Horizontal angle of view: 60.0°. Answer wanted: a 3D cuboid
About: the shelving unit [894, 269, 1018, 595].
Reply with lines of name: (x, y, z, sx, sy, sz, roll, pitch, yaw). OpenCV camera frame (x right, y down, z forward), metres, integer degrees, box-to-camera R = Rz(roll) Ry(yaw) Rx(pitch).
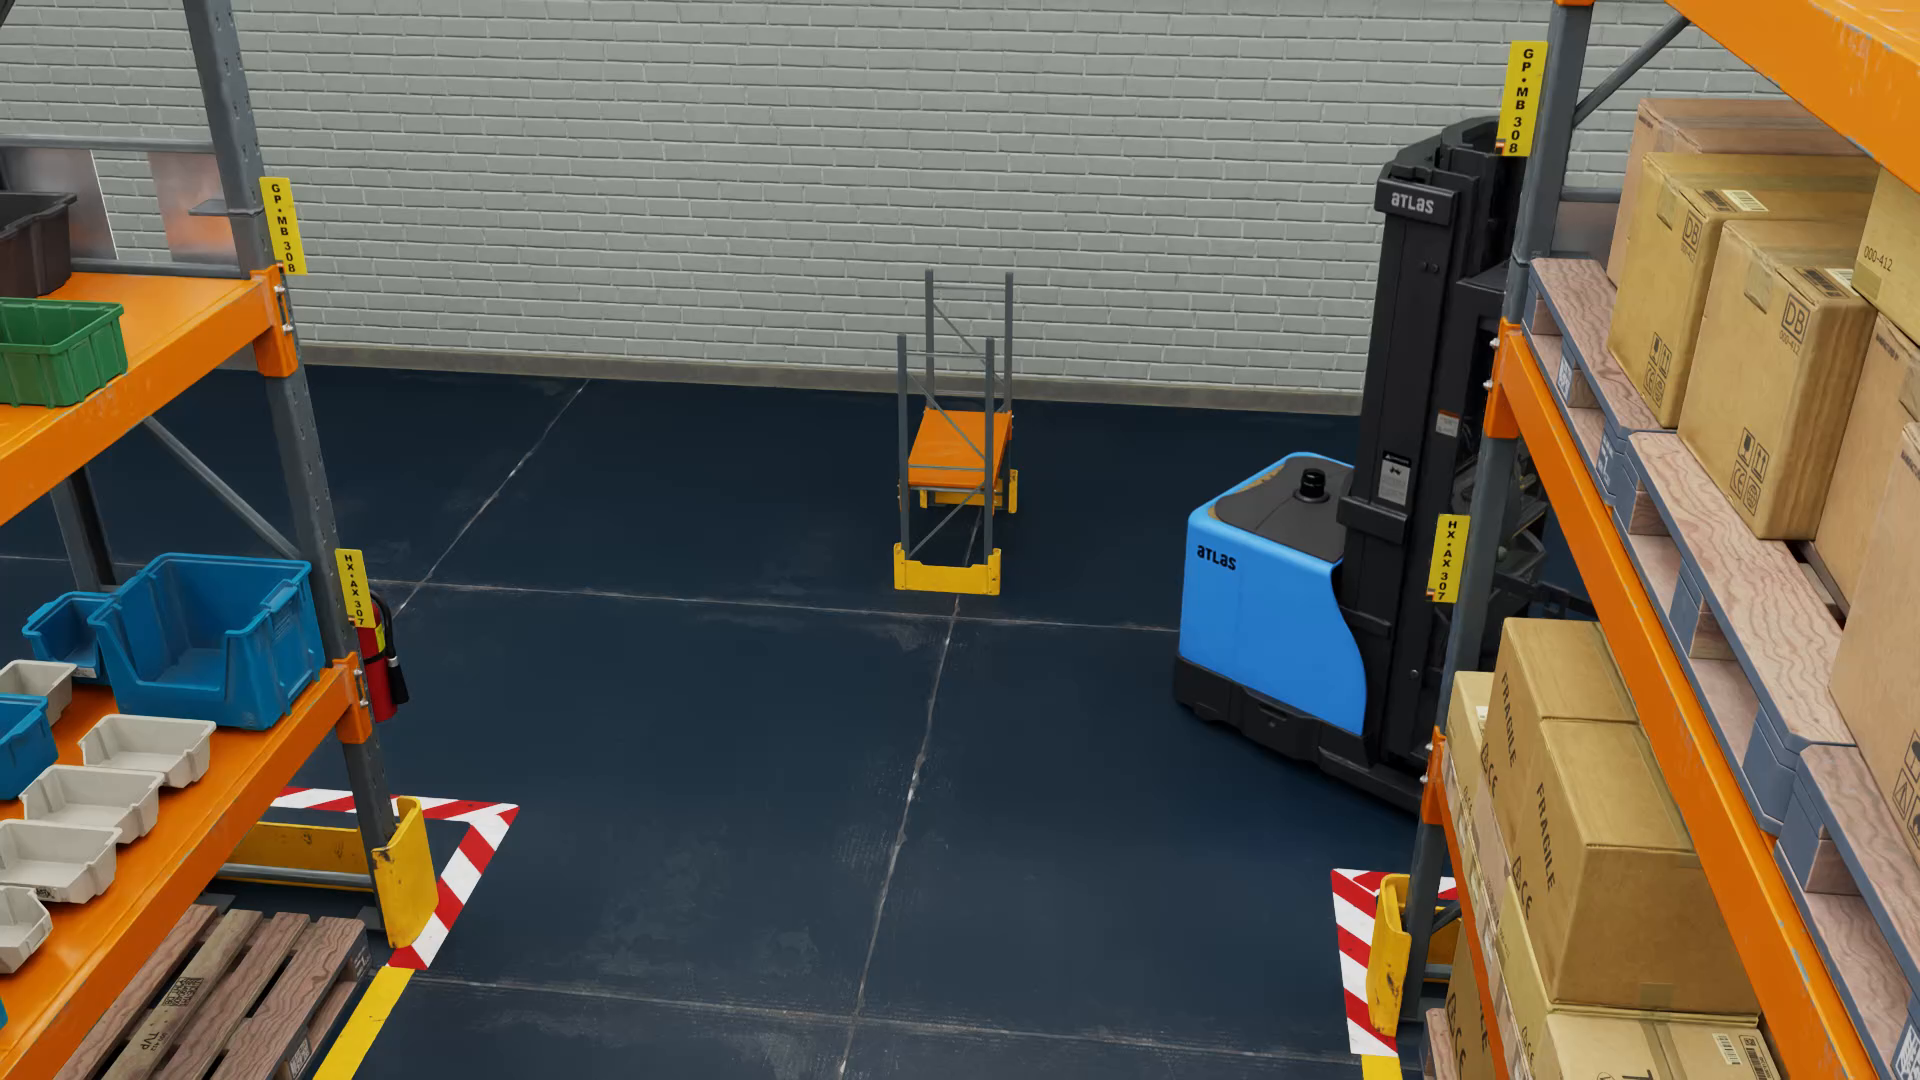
shelving unit: (-0.009, -0.624, 9.328, 0.587, 1.500, 1.083, 3, 28, 6)

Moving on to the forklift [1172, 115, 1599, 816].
forklift: (2.477, -0.171, 6.977, 3.031, 2.935, 1.130, 23, 36, 36)

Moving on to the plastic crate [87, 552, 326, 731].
plastic crate: (-2.615, 0.352, 5.833, 0.616, 0.435, 0.499, 3, 28, 6)

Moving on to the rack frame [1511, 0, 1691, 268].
rack frame: (2.156, -2.127, 4.211, 1.000, 3.000, 0.127, 3, 28, 6)

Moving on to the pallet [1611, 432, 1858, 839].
pallet: (1.928, 0.158, 3.225, 1.003, 0.211, 1.213, 3, 28, 6)

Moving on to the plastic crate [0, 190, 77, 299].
plastic crate: (-3.084, -0.872, 5.181, 0.497, 0.269, 0.590, 3, 28, 6)

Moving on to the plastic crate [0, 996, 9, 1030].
plastic crate: (-2.757, 1.255, 4.372, 0.416, 0.233, 0.300, 3, 28, 6)

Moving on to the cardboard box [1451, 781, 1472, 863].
cardboard box: (1.755, 0.893, 5.195, 0.380, 0.149, 0.250, 3, 28, 5)

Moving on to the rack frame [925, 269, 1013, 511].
rack frame: (0.052, -0.859, 9.764, 0.500, 1.500, 0.032, 3, 28, 6)

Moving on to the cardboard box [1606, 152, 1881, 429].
cardboard box: (1.957, -0.574, 3.837, 0.700, 0.500, 0.500, 2, 28, 4)

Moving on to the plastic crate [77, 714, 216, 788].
plastic crate: (-2.680, 0.710, 5.485, 0.396, 0.136, 0.243, 3, 28, 6)

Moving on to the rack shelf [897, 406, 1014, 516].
rack shelf: (-0.010, -0.462, 9.405, 0.538, 0.185, 1.000, 3, 28, 6)

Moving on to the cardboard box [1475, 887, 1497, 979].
cardboard box: (1.693, 1.136, 4.743, 0.380, 0.149, 0.250, 3, 28, 5)

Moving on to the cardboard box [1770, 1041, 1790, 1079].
cardboard box: (2.175, 1.416, 3.804, 0.500, 0.250, 0.500, 3, 29, 6)

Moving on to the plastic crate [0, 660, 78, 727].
plastic crate: (-3.238, 0.559, 5.765, 0.250, 0.136, 0.298, 3, 28, 6)

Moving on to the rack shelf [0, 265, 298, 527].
rack shelf: (-3.005, 0.163, 3.880, 1.077, 0.370, 4.000, 3, 28, 6)

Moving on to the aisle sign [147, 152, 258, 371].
aisle sign: (-2.460, -0.936, 5.583, 0.394, 0.787, 0.004, 3, 28, 6)

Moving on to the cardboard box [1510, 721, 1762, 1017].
cardboard box: (1.710, 0.808, 4.141, 0.500, 0.500, 0.500, 3, 28, 5)

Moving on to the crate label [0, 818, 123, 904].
crate label: (-2.740, 0.978, 4.987, 0.396, 0.136, 0.243, 3, 28, 6)

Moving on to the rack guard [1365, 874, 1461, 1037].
rack guard: (2.159, 1.603, 6.248, 1.175, 0.500, 0.348, 3, 28, 6)

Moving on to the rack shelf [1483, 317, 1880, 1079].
rack shelf: (1.911, 0.451, 3.346, 1.077, 0.370, 4.000, 3, 28, 6)

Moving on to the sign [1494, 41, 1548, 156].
sign: (1.606, -1.262, 4.762, 0.100, 0.325, 0.005, 3, 28, 6)

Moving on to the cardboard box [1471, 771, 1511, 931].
cardboard box: (1.772, 0.904, 4.754, 0.500, 0.250, 0.500, 3, 28, 6)

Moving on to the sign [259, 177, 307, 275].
sign: (-2.212, -1.024, 5.436, 0.100, 0.325, 0.005, 3, 28, 6)

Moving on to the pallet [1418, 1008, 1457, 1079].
pallet: (2.136, 2.122, 5.588, 1.003, 0.211, 1.213, 3, 28, 6)

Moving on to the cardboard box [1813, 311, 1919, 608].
cardboard box: (1.977, -0.060, 2.882, 0.700, 0.500, 0.500, 5, 29, 8)

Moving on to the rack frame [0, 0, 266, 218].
rack frame: (-2.760, -2.415, 4.745, 1.000, 3.000, 0.127, 3, 28, 6)

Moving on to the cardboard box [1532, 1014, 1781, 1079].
cardboard box: (1.648, 1.386, 3.859, 0.500, 0.250, 0.500, 3, 28, 5)

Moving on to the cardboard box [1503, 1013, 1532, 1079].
cardboard box: (1.630, 1.378, 4.295, 0.380, 0.149, 0.250, 3, 28, 6)

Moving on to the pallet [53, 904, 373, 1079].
pallet: (-2.899, 1.839, 6.113, 1.003, 0.211, 1.213, 3, 28, 6)

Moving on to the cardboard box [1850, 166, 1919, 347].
cardboard box: (1.898, -0.460, 2.834, 0.500, 0.250, 0.500, 2, 28, 5)

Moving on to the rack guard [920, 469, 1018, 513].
rack guard: (0.052, -0.309, 10.059, 0.587, 0.250, 0.087, 3, 28, 6)
